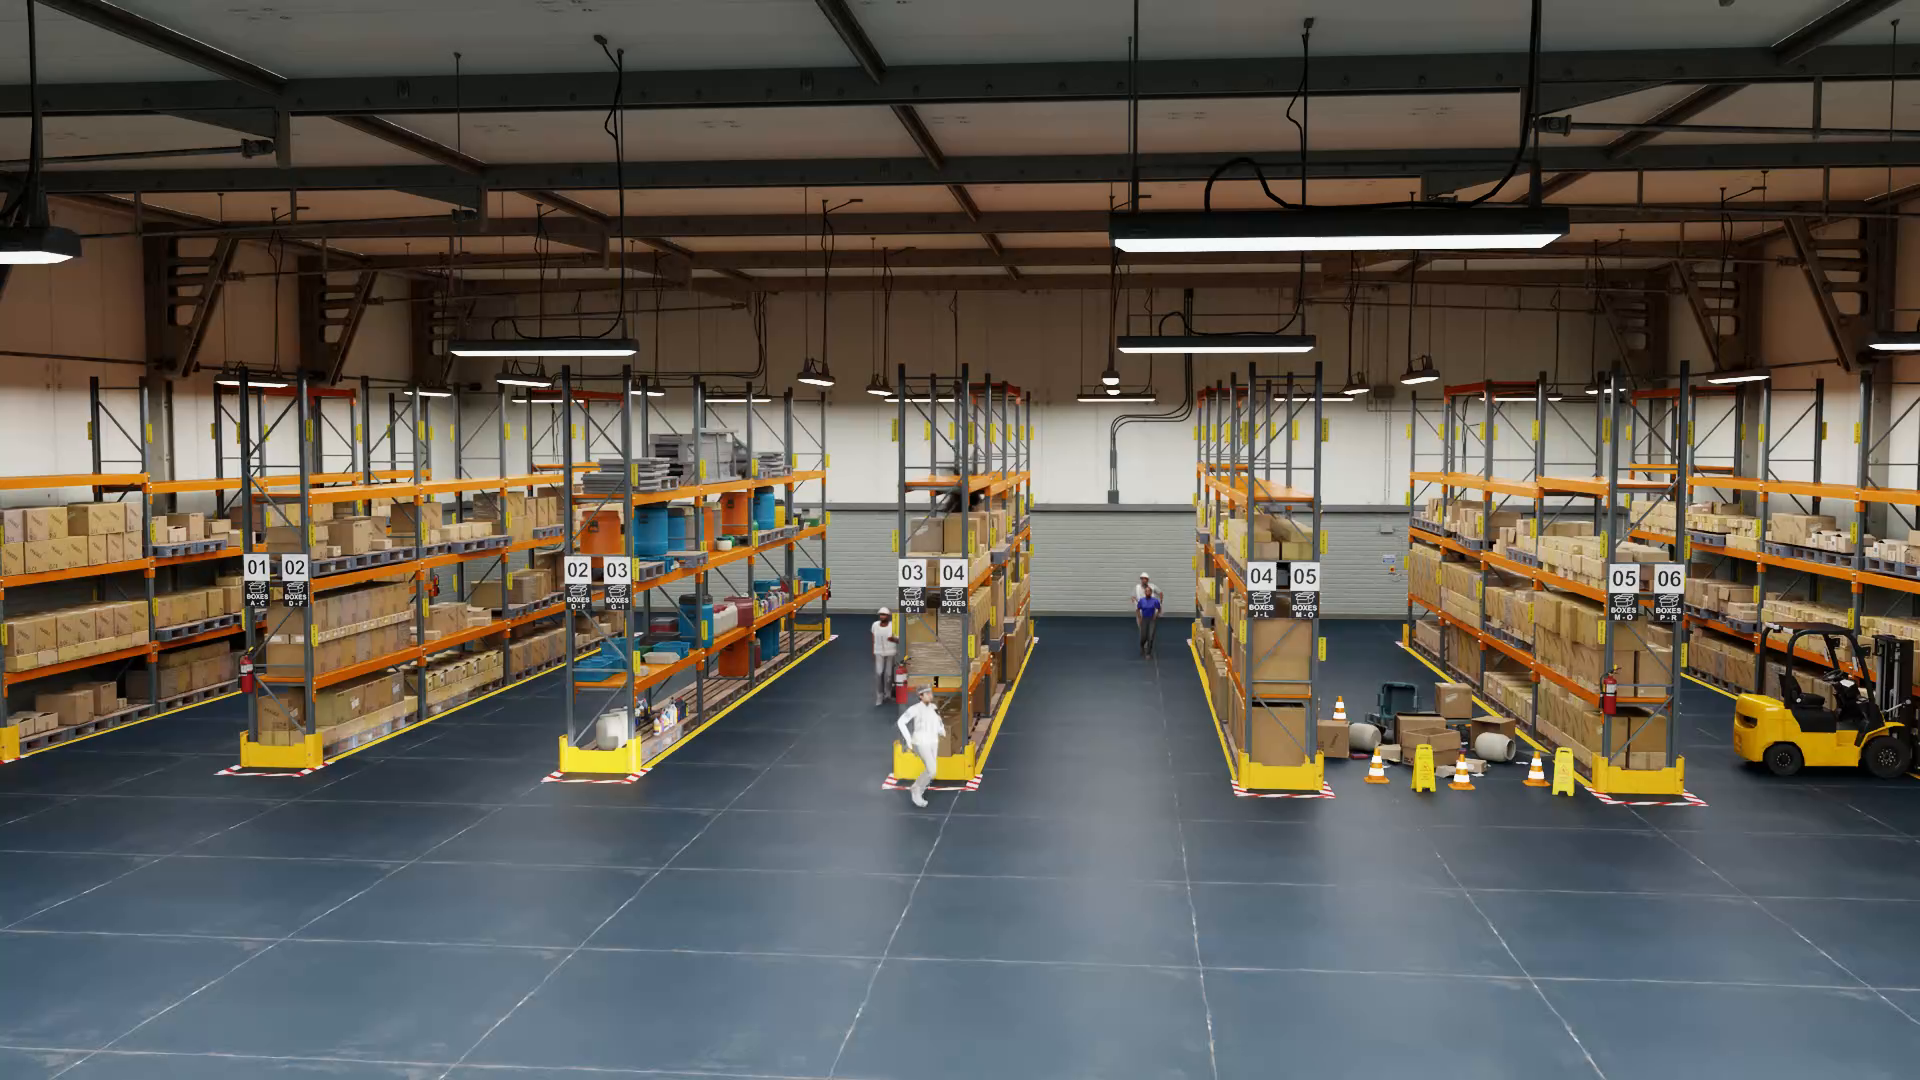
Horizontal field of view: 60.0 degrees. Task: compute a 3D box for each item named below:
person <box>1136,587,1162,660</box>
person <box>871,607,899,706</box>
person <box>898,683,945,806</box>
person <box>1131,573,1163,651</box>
[{"bbox_3d":[4.190,1.841,36.843,0.571,1.627,0.595,0,4,7],"label":"person"},{"bbox_3d":[-1.359,2.154,30.838,0.664,1.833,0.783,0,4,7],"label":"person"},{"bbox_3d":[-0.431,2.736,22.193,0.596,1.660,0.597,-4,5,-45],"label":"person"},{"bbox_3d":[4.280,1.667,38.402,0.707,1.825,0.723,1,4,20],"label":"person"}]
